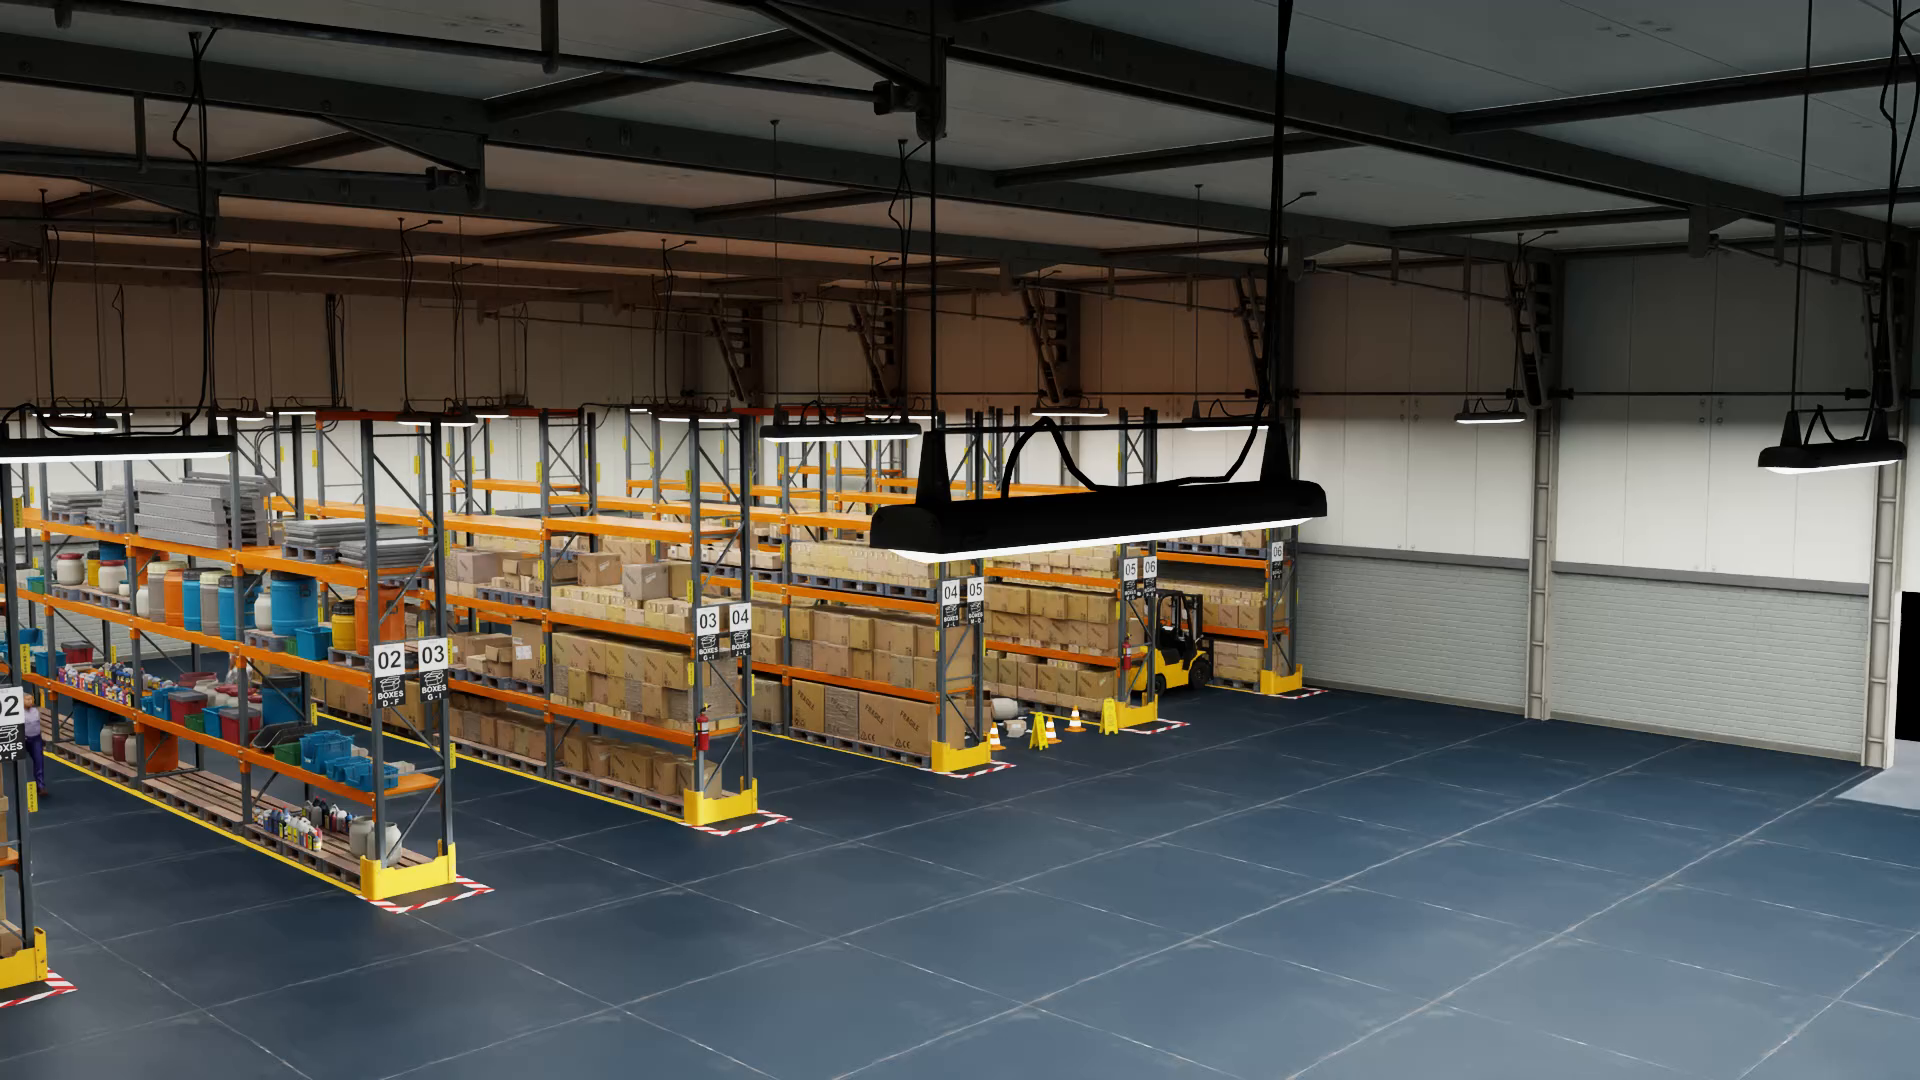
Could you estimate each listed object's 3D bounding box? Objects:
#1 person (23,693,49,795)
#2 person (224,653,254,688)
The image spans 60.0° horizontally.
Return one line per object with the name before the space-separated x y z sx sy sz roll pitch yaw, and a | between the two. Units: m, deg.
person | -14.703 3.200 26.190 0.459 1.594 1.007 -4 7 -41
person | -14.021 2.569 32.378 0.443 1.782 0.648 3 6 27
